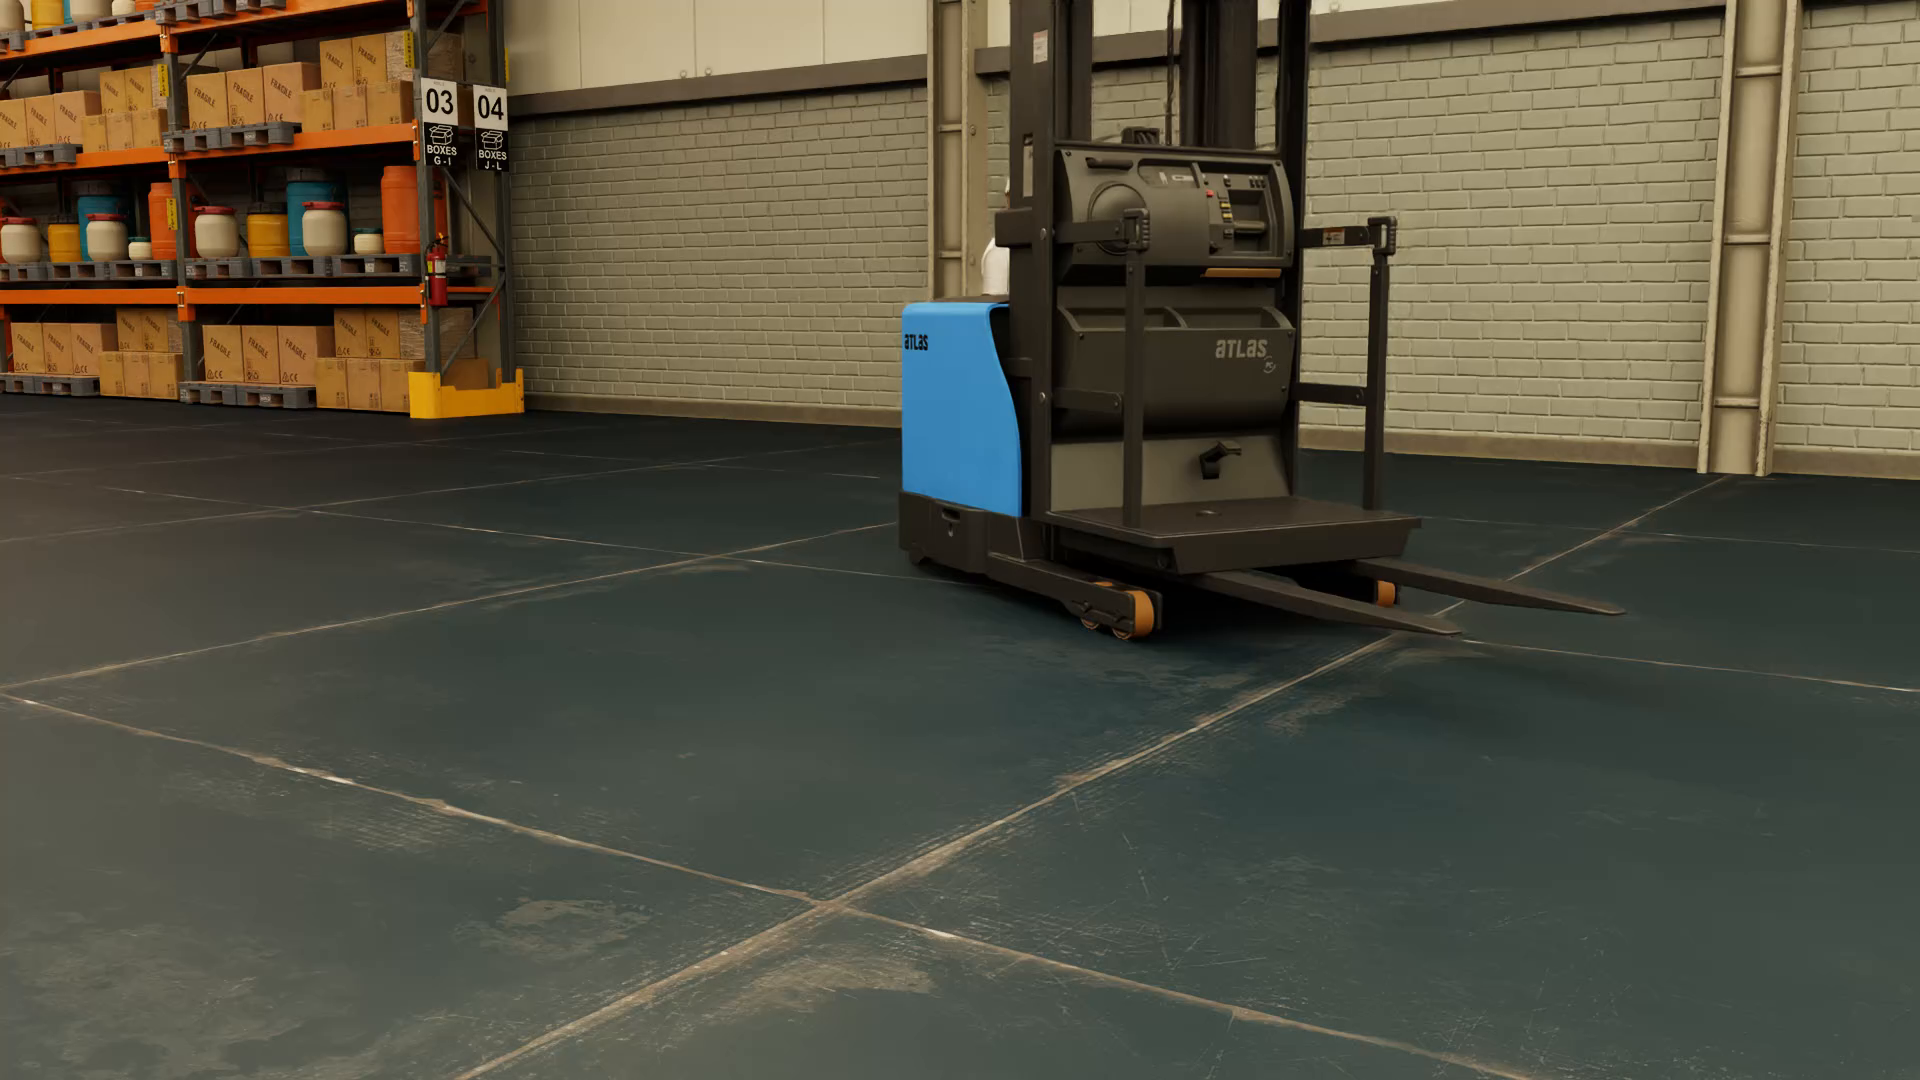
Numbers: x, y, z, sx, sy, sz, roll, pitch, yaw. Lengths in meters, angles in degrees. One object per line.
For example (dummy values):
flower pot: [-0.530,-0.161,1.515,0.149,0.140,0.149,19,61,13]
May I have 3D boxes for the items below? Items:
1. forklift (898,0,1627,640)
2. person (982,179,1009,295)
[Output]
forklift: [0.868,-1.199,5.627,1.130,2.935,3.031,-4,9,-27]
person: [0.439,-0.817,7.355,0.753,1.680,0.757,-6,10,-39]
